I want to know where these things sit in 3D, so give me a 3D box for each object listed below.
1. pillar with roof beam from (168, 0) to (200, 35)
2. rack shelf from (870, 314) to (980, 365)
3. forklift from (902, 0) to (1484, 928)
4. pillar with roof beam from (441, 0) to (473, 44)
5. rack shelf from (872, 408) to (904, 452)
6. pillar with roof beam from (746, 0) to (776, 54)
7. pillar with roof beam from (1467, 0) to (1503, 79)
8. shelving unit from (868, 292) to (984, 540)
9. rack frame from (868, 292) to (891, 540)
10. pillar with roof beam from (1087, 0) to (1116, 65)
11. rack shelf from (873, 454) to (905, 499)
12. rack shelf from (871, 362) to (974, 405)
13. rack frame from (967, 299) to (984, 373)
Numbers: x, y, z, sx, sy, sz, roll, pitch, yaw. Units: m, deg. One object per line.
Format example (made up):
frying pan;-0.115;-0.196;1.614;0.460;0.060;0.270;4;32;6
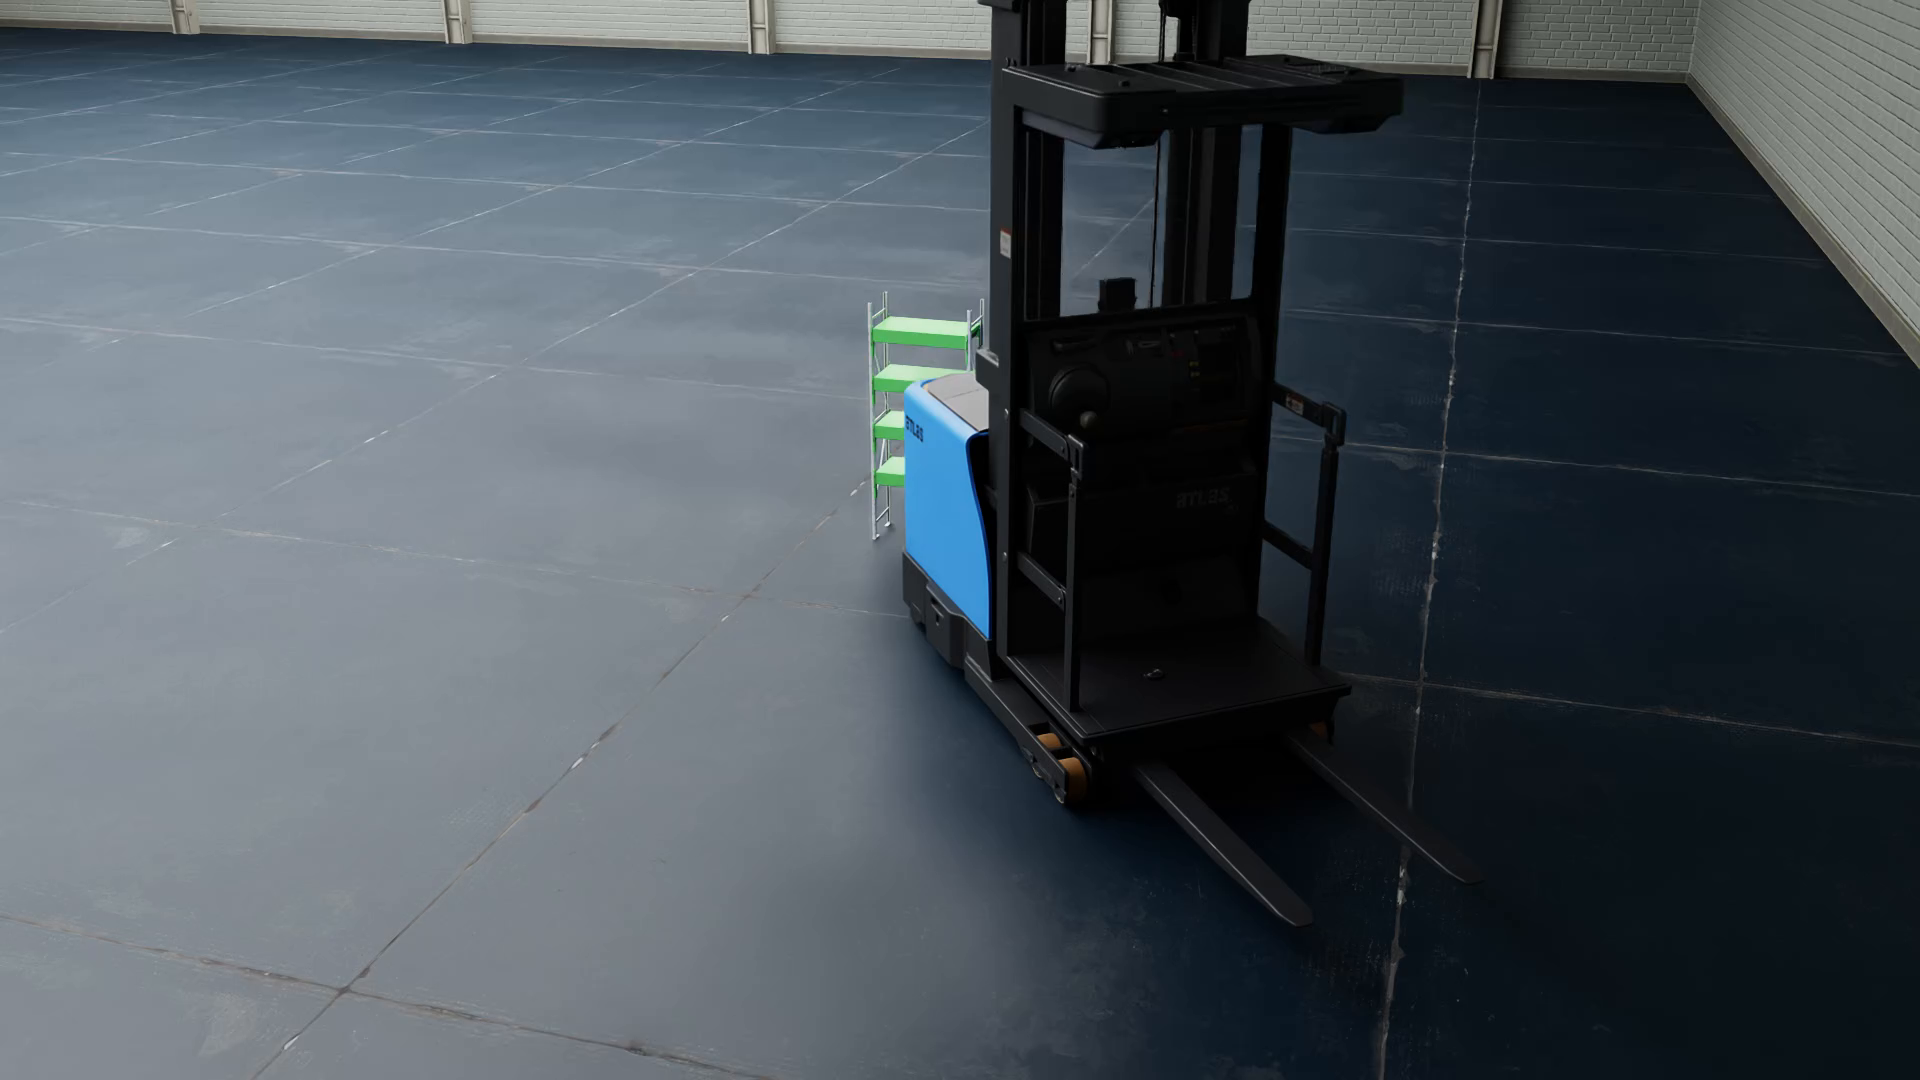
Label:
pillar with roof beam;-16.170;-12.387;26.611;0.400;9.000;9.100;7;23;16
rack shelf;-0.158;-0.958;7.929;0.480;0.148;0.258;7;23;16
forklift;0.754;-0.590;5.845;1.130;2.935;3.031;-8;24;-20
pillar with roof beam;-10.425;-11.730;25.008;0.400;9.000;9.100;7;23;16
rack shelf;-0.158;-0.514;8.111;0.480;0.148;0.258;7;23;16
pillar with roof beam;-4.681;-11.072;23.404;0.400;9.000;9.100;7;23;16
pillar with roof beam;6.807;-9.756;20.197;0.400;9.000;9.100;7;23;16
shelving unit;-0.158;-0.573;8.087;0.503;1.200;0.258;7;23;16
rack frame;-0.392;-0.600;8.152;0.015;1.200;0.240;7;23;16
pillar with roof beam;1.063;-10.414;21.801;0.400;9.000;9.100;7;23;16
rack shelf;-0.158;-0.292;8.202;0.480;0.148;0.258;7;23;16
rack shelf;-0.158;-0.736;8.020;0.480;0.148;0.258;7;23;16
rack frame;0.075;-0.547;8.021;0.015;1.200;0.240;7;23;16
